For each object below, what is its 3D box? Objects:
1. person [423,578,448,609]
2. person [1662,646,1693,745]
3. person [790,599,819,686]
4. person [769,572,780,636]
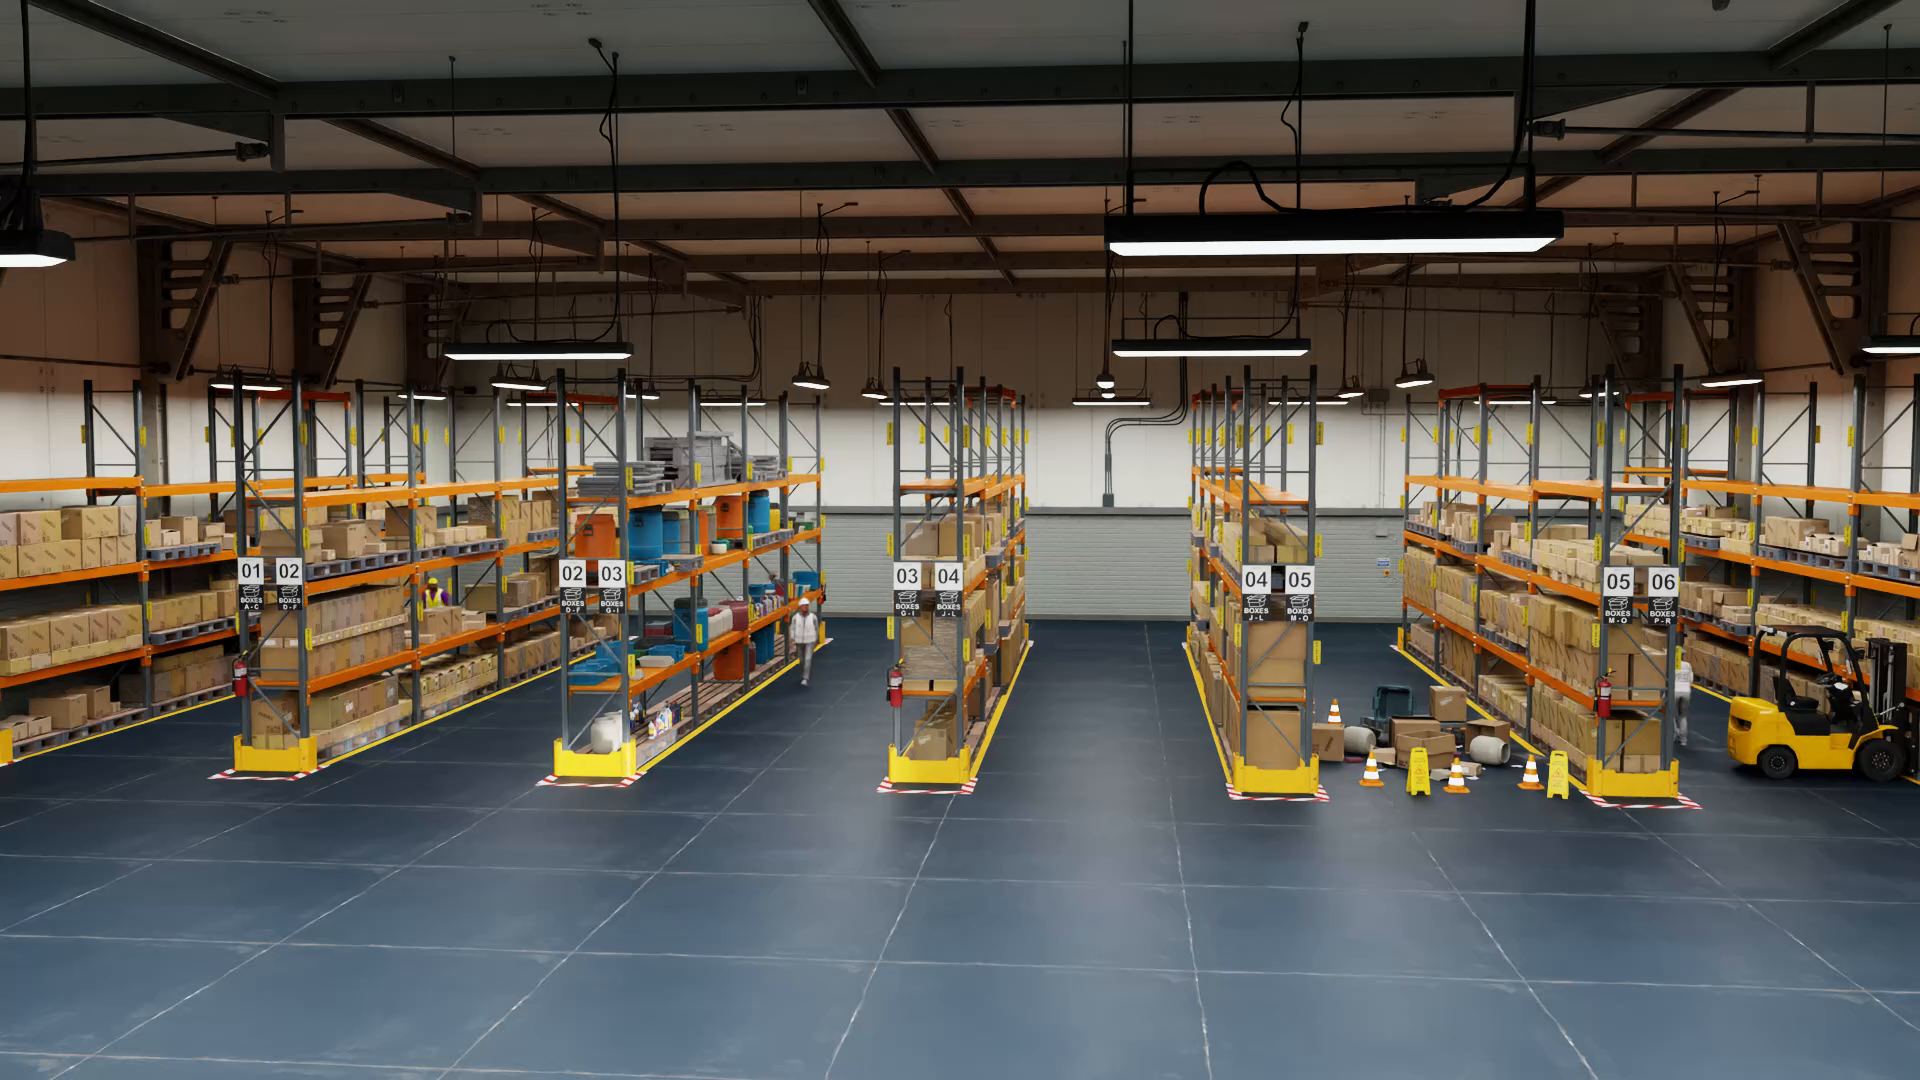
[{"bbox_3d":[-12.217,1.729,38.778,0.579,1.724,0.979,0,4,2],"label":"person"},{"bbox_3d":[11.744,2.527,27.225,0.533,1.581,0.666,0,4,7],"label":"person"},{"bbox_3d":[-3.163,2.040,33.564,0.541,1.711,1.069,0,4,8],"label":"person"},{"bbox_3d":[-4.674,1.604,41.624,0.389,1.595,0.437,0,4,-8],"label":"person"}]
